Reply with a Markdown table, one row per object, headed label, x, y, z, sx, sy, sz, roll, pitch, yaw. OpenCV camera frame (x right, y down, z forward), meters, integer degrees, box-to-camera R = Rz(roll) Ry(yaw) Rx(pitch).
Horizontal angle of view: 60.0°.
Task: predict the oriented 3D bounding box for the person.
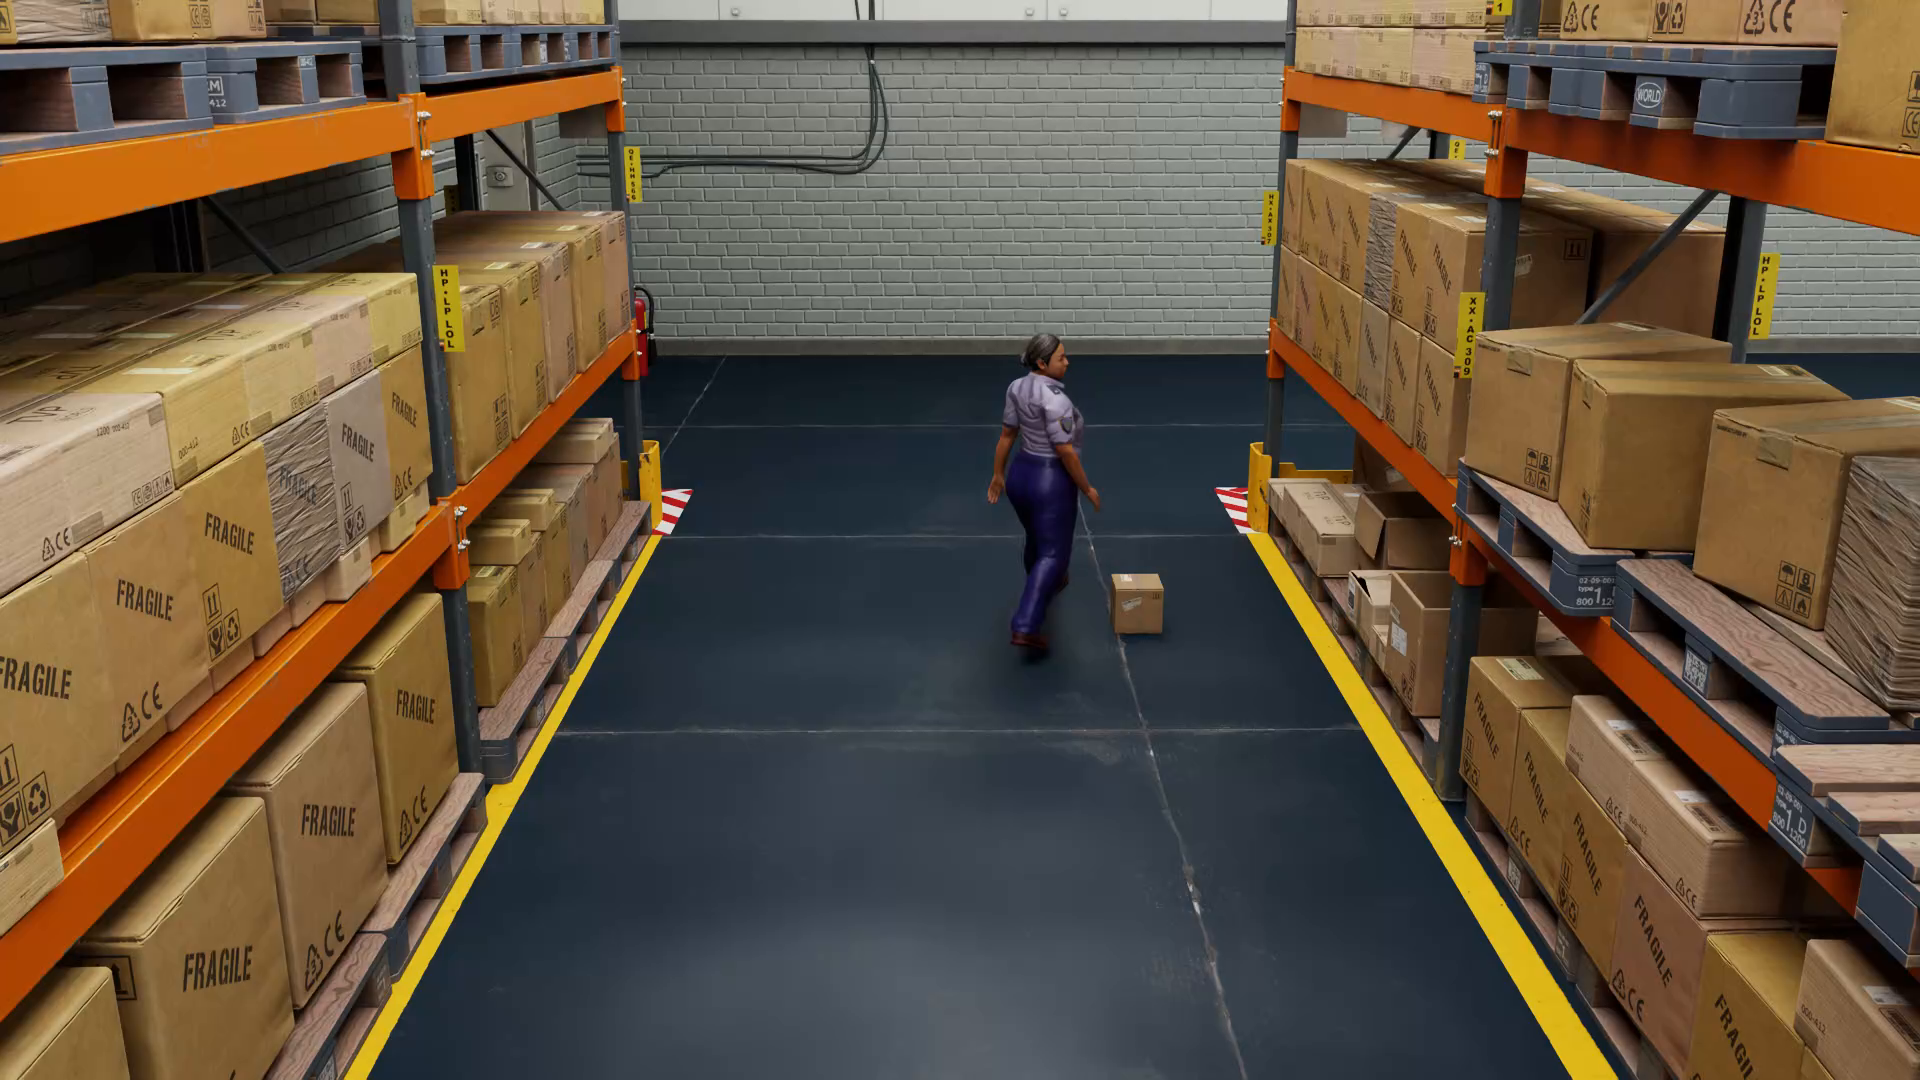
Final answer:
| label | x | y | z | sx | sy | sz | roll | pitch | yaw |
| --- | --- | --- | --- | --- | --- | --- | --- | --- | --- |
| person | 0.432 | -0.297 | 8.607 | 0.924 | 1.589 | 0.807 | -12 | 21 | -34 |
